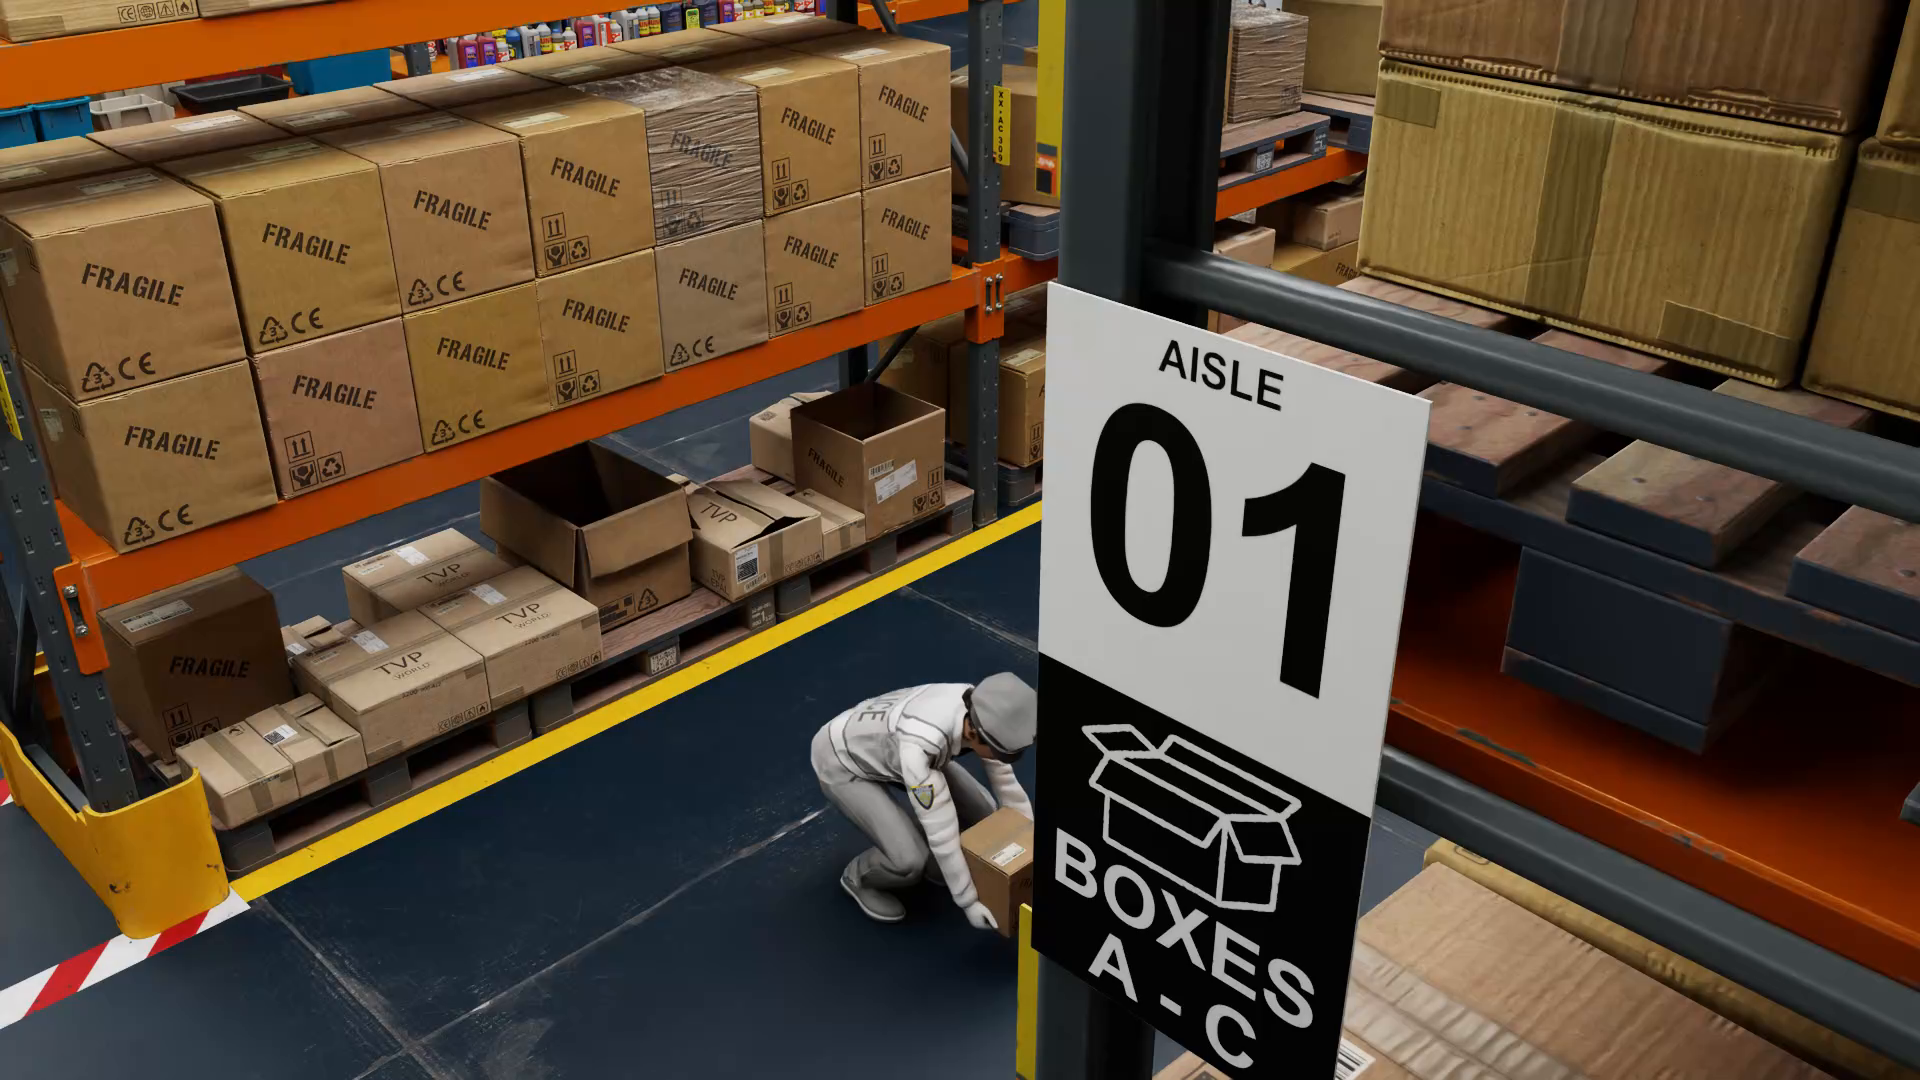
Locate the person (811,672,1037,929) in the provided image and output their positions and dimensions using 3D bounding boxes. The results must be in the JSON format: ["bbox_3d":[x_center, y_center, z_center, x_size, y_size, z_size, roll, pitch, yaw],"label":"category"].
[{"bbox_3d":[-0.097,0.796,5.364,0.853,0.981,0.464,24,36,37],"label":"person"}]
